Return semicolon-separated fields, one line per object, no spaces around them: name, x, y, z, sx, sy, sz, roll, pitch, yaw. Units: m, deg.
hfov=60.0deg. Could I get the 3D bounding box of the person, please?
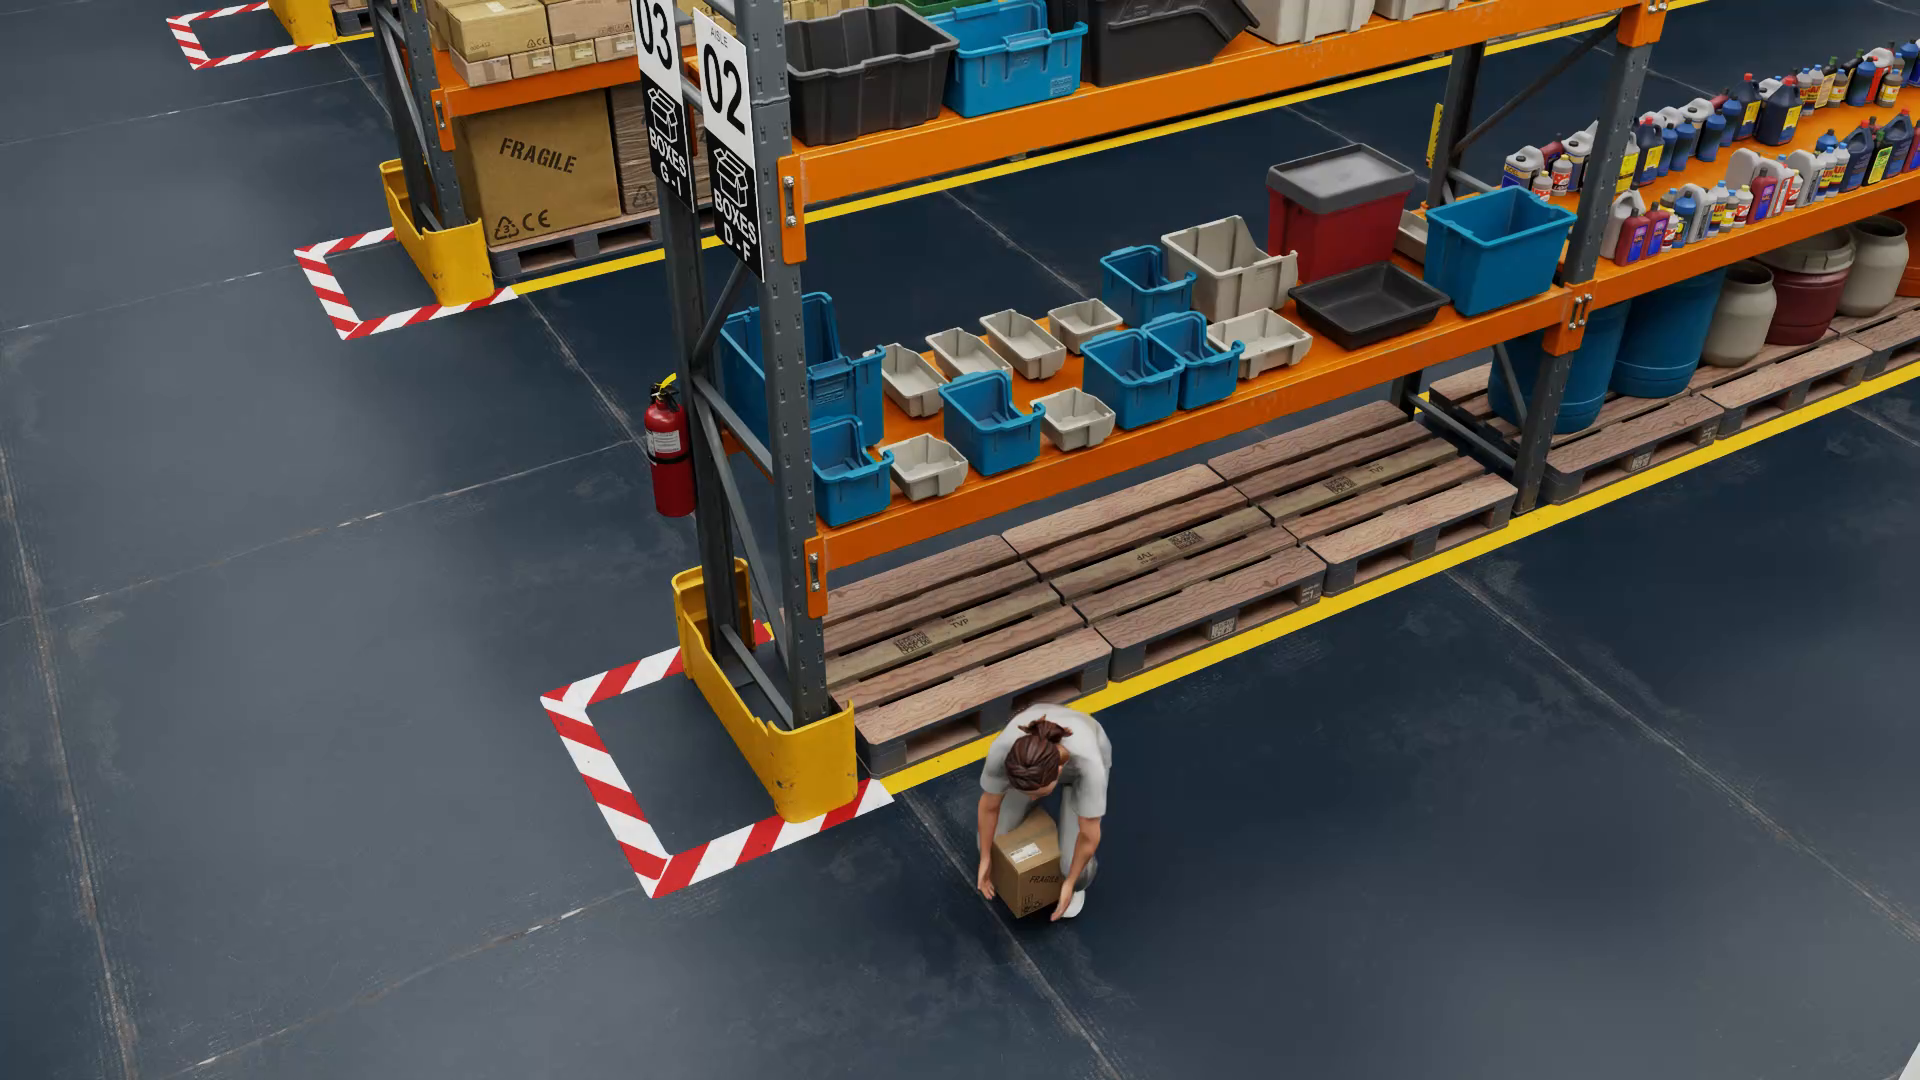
person;0.335;0.965;6.130;0.493;1.095;0.750;15;39;18
